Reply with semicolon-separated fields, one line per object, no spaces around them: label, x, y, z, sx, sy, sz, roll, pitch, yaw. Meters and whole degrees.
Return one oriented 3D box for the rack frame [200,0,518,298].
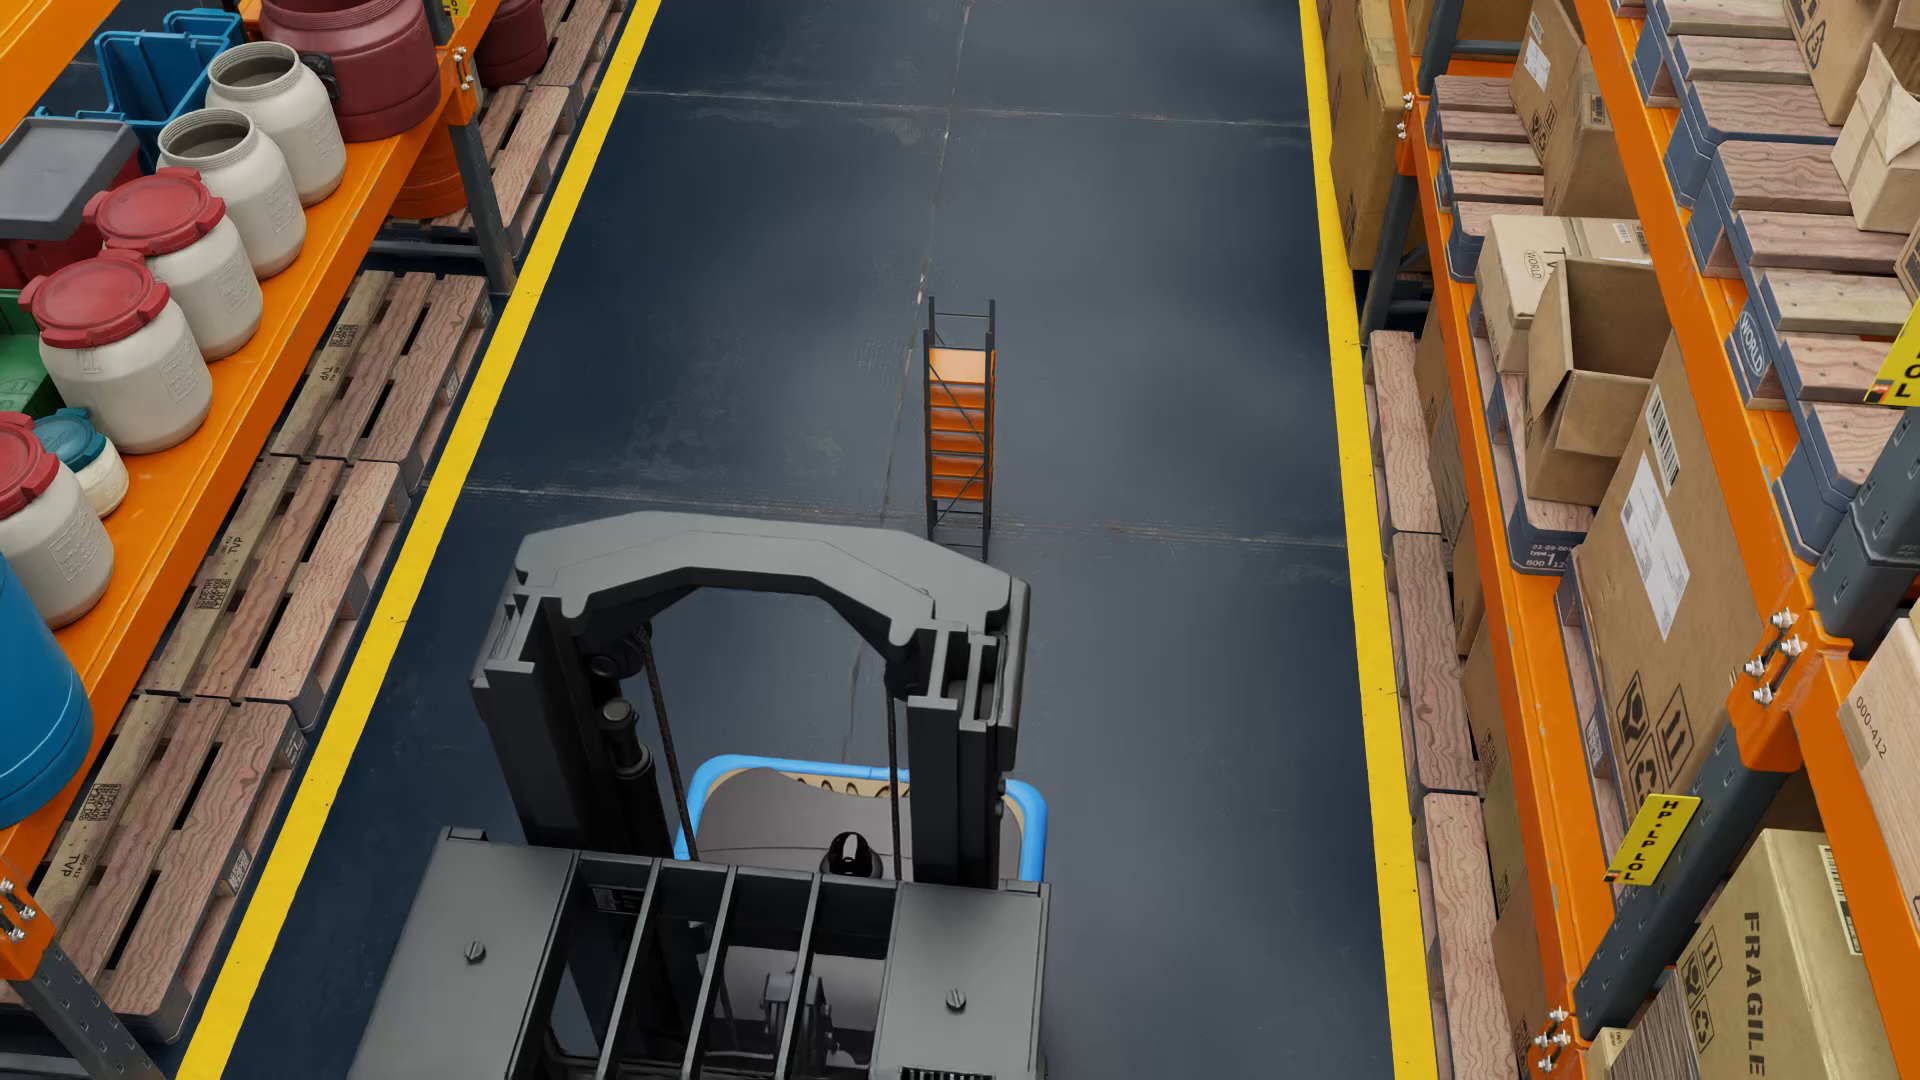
rack frame;-2.606;-2.232;6.784;1.000;3.000;0.127;4;48;4

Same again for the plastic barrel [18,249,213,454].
plastic barrel;-2.598;-0.566;5.169;0.433;0.535;0.433;0;48;0

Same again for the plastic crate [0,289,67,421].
plastic crate;-3.093;-0.520;5.362;0.450;0.188;0.662;4;48;4

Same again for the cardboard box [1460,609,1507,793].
cardboard box;2.152;0.526;5.658;0.700;0.500;0.500;0;48;0

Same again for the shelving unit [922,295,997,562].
shelving unit;-0.001;-0.394;6.323;0.258;1.200;0.189;4;48;4

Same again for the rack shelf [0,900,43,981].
rack shelf;-3.152;2.420;3.017;1.077;0.370;4.000;4;48;4

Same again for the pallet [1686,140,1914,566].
pallet;2.125;-0.355;3.162;1.213;0.211;1.003;4;48;4

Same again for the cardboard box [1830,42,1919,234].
cardboard box;1.948;-0.766;3.217;0.396;0.266;0.258;5;48;5

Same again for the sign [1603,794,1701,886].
sign;1.409;0.615;3.396;0.100;0.325;0.005;4;48;4

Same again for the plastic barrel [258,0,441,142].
plastic barrel;-2.346;-1.916;6.404;0.600;0.536;0.708;4;48;4

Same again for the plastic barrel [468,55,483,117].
plastic barrel;-2.616;-2.316;8.262;0.421;0.512;0.421;0;48;0

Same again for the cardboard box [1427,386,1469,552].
cardboard box;2.248;-0.301;6.415;0.700;0.500;0.500;0;48;0

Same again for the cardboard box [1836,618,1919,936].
cardboard box;1.666;0.392;2.453;0.500;0.250;0.500;2;48;2

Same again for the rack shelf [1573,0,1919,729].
rack shelf;2.144;-1.199;4.294;1.077;0.370;4.000;4;48;4

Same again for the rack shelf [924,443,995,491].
rack shelf;-0.001;-0.283;6.445;0.258;0.103;0.180;4;48;4

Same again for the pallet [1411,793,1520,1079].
pallet;2.032;1.409;5.344;1.003;0.211;1.213;4;48;4

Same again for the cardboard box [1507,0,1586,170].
cardboard box;2.317;-1.675;5.923;0.500;0.500;0.500;-1;48;-1

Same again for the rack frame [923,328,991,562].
rack frame;-0.010;-0.327;6.262;0.240;1.200;0.006;4;48;4

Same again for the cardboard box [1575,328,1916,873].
cardboard box;2.174;0.122;3.940;1.000;1.000;1.000;4;48;4

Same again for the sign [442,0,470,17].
sign;-2.057;-2.255;6.695;0.100;0.325;0.005;4;48;4

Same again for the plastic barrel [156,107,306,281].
plastic barrel;-2.525;-1.190;5.756;0.421;0.512;0.421;0;48;0

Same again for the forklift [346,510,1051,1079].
forklift;-0.413;1.465;3.450;1.130;2.935;3.031;5;48;4

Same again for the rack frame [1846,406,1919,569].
rack frame;1.962;-0.984;1.578;1.000;3.000;0.127;4;48;4

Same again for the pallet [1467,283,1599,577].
pallet;2.187;-0.377;5.218;1.003;0.211;1.213;4;48;4

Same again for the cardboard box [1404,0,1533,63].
cardboard box;2.125;-2.312;6.790;0.500;0.500;0.500;5;48;5

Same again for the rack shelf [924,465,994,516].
rack shelf;-0.001;-0.202;6.533;0.258;0.103;0.180;4;48;4

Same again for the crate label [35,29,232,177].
crate label;-2.965;-1.532;6.120;0.502;0.435;0.616;4;48;4

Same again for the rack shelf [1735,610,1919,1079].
rack shelf;1.780;1.741;1.606;1.077;0.370;4.000;4;48;4

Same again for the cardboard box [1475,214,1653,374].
cardboard box;1.945;-0.774;5.268;0.500;0.250;0.500;3;48;2

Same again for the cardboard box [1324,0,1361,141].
cardboard box;2.499;-2.484;8.170;1.225;0.875;0.875;4;48;4

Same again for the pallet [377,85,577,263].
pallet;-2.575;-1.873;8.346;1.003;0.211;1.213;4;48;4

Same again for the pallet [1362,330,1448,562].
pallet;2.254;-0.384;6.984;1.003;0.211;1.213;4;48;4

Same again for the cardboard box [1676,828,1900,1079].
cardboard box;1.668;0.883;2.989;0.500;0.500;0.500;4;48;4

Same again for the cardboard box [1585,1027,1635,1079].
cardboard box;1.643;1.263;3.758;0.380;0.149;0.250;4;48;4

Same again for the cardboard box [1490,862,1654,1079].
cardboard box;2.040;1.286;4.963;0.700;0.500;0.500;1;48;1

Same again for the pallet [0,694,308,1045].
pallet;-2.937;1.069;5.655;1.003;0.211;1.213;4;48;4

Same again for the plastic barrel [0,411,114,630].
plastic barrel;-2.665;-0.027;4.675;0.433;0.535;0.433;0;48;0

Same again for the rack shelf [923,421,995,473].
rack shelf;-0.001;-0.364;6.356;0.258;0.103;0.180;4;48;4

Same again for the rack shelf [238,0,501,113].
rack shelf;-2.423;-3.459;8.394;1.077;0.370;4.000;4;48;4

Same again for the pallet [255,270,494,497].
pallet;-2.715;-0.724;7.295;1.003;0.211;1.213;4;48;4
